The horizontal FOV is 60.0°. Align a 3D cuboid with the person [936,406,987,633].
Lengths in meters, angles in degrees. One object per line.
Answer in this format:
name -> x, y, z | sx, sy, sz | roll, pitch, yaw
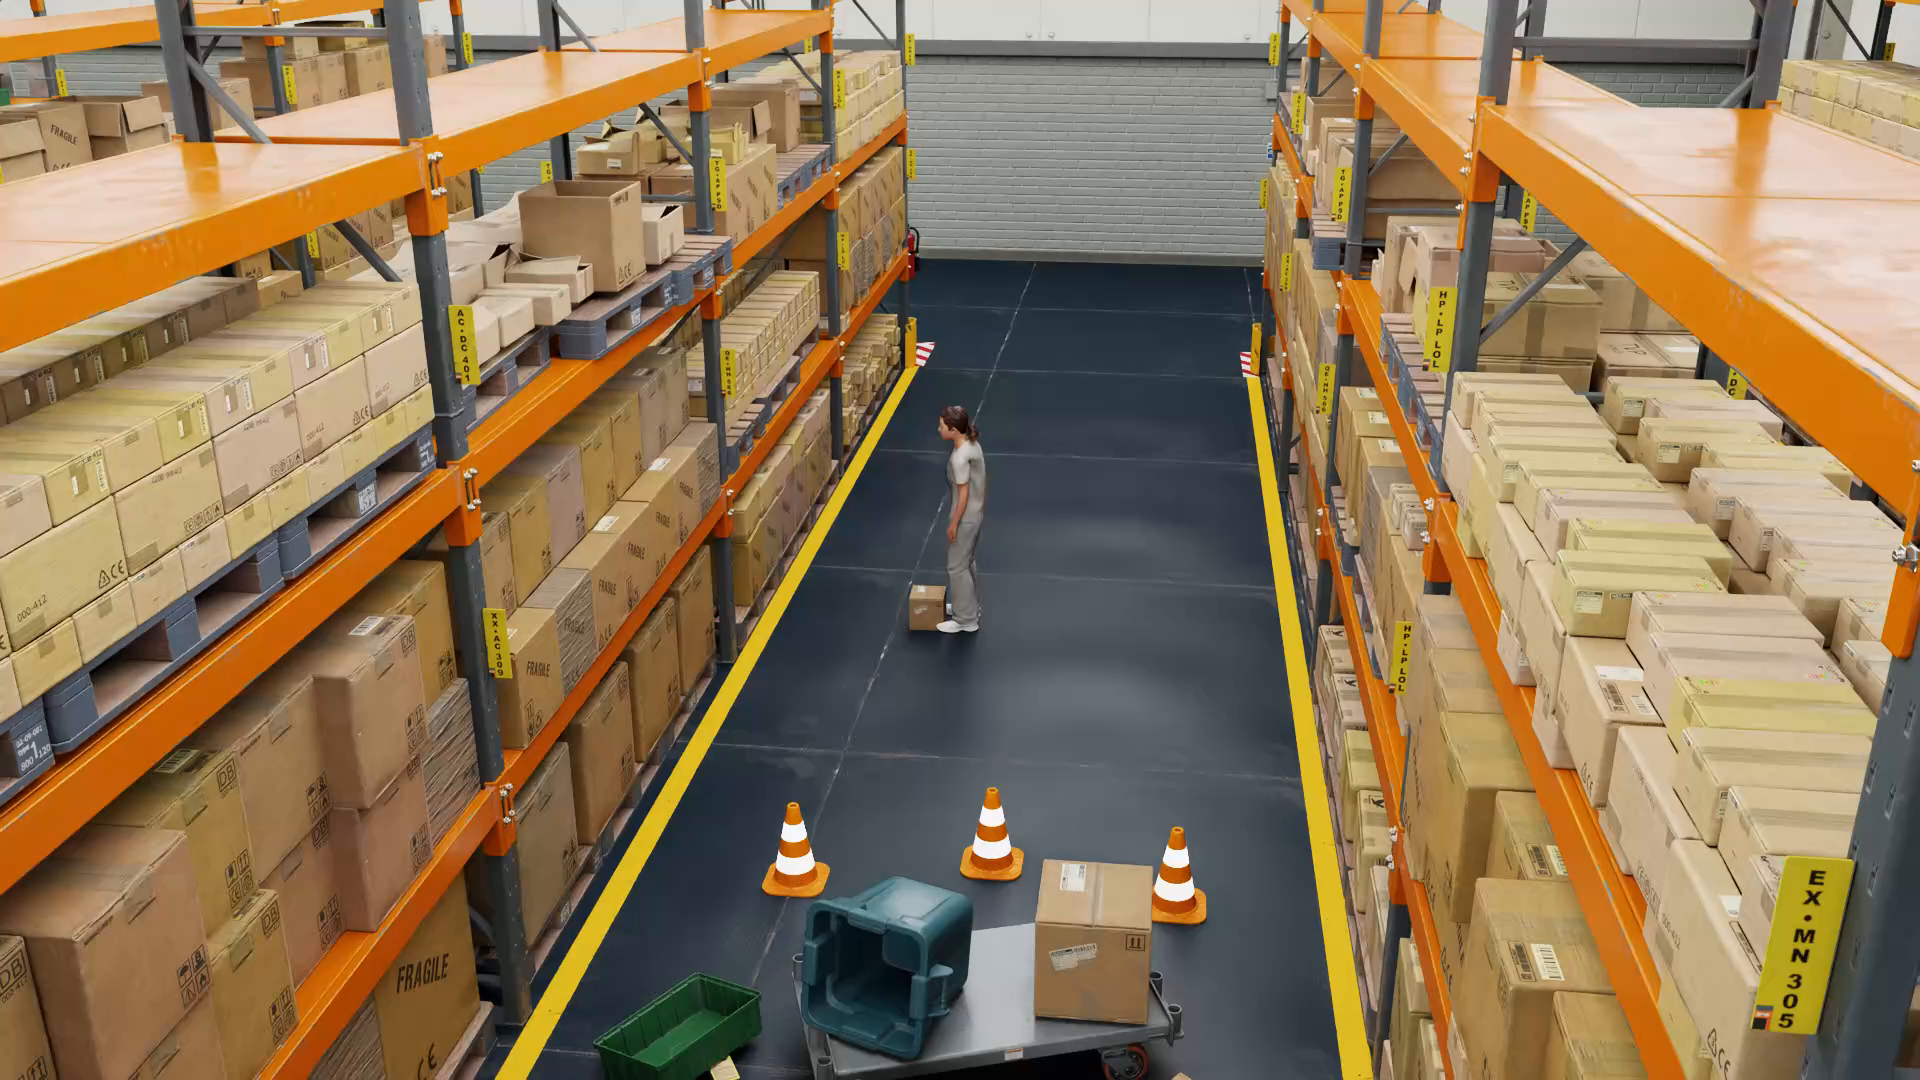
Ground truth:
person -> 0.011, -0.161, 11.899 | 0.356, 1.673, 0.487 | 3, 21, 7
